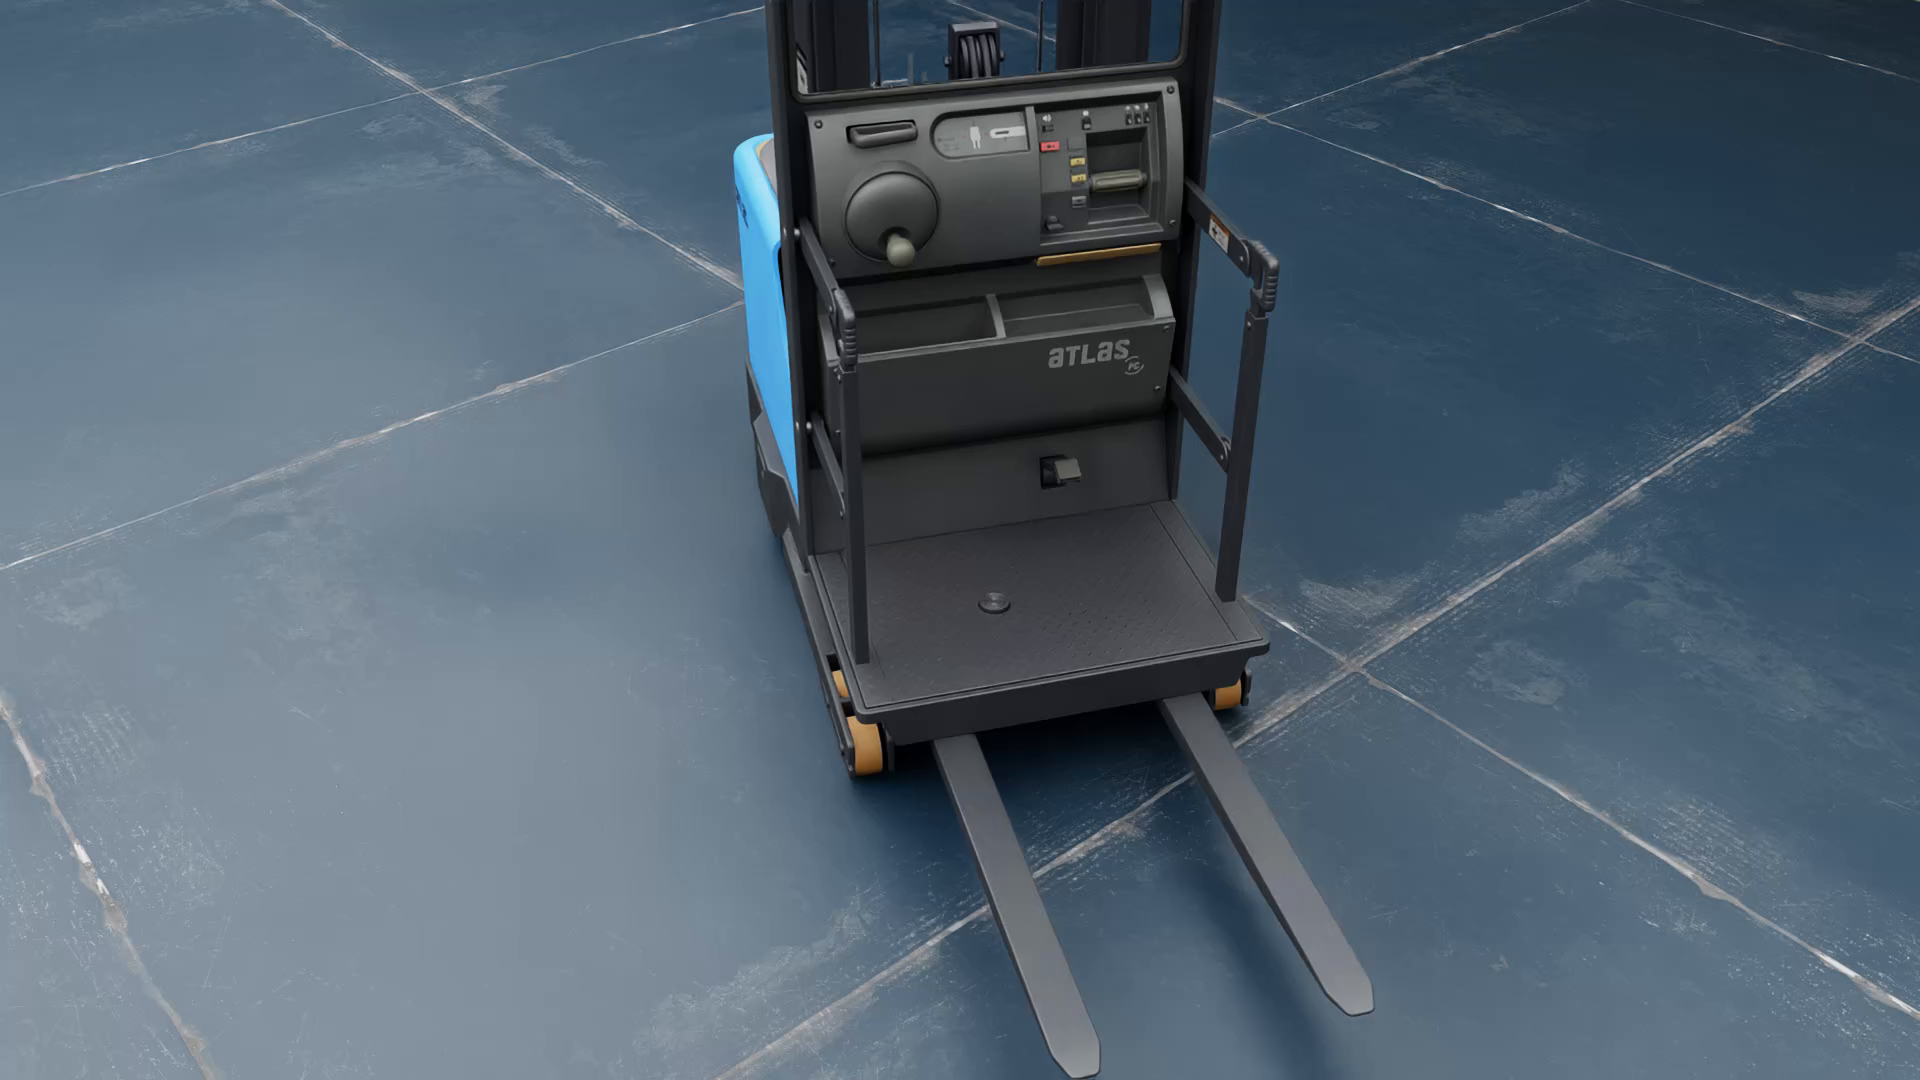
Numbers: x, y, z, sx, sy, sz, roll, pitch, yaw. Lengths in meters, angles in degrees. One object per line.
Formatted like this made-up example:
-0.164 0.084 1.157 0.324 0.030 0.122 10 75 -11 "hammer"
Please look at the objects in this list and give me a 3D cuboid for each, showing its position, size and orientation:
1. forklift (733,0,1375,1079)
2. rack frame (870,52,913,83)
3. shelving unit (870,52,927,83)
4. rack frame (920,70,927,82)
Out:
0.156 -0.827 3.881 1.130 2.935 3.031 -9 36 -12 "forklift"
-0.269 -1.080 5.737 0.240 1.200 0.006 -9 35 -12 "rack frame"
-0.245 -1.030 5.664 0.258 1.200 0.189 -9 35 -12 "shelving unit"
-0.221 -0.980 5.591 0.240 1.200 0.006 -9 35 -12 "rack frame"
